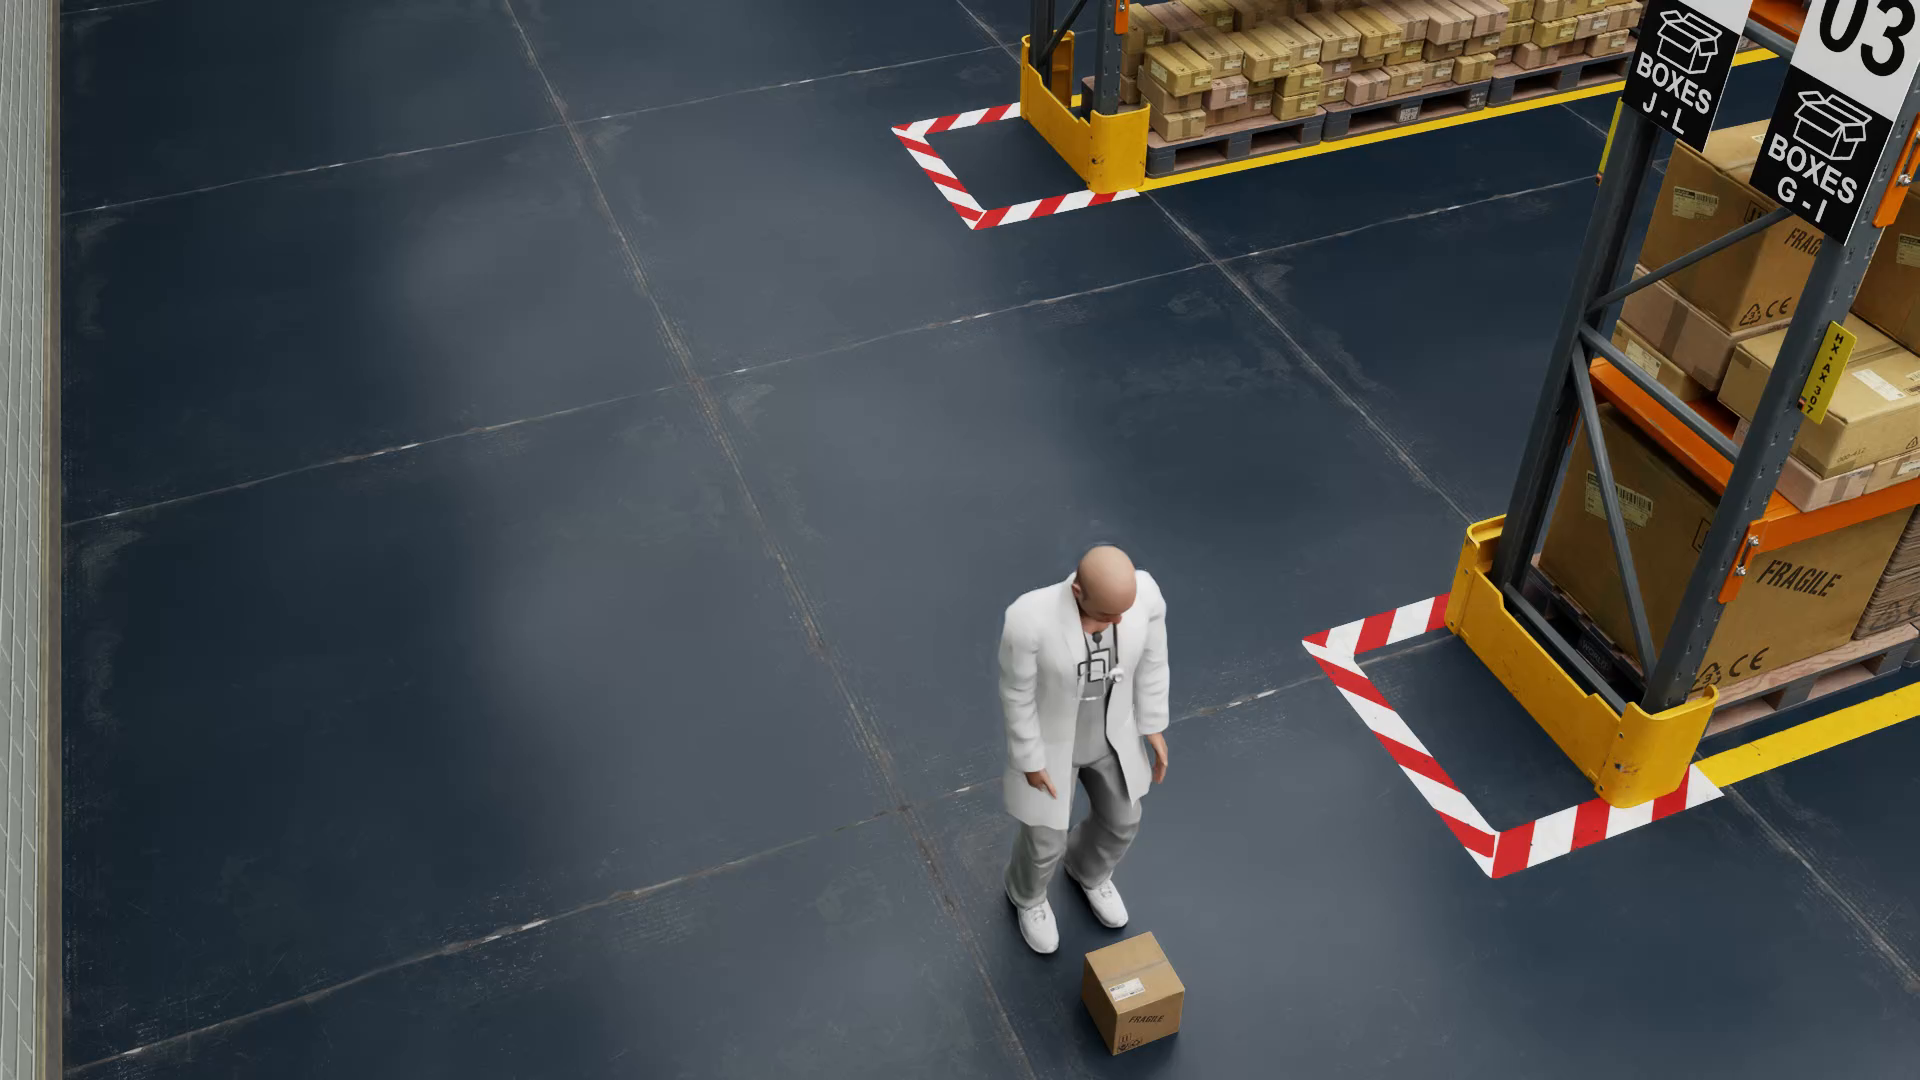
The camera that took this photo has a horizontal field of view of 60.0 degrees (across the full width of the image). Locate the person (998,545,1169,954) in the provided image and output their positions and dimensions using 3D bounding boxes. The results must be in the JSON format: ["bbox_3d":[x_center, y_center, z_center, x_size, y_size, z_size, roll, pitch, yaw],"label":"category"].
[{"bbox_3d":[0.406,0.660,5.455,0.583,1.738,0.403,-14,43,-16],"label":"person"}]
